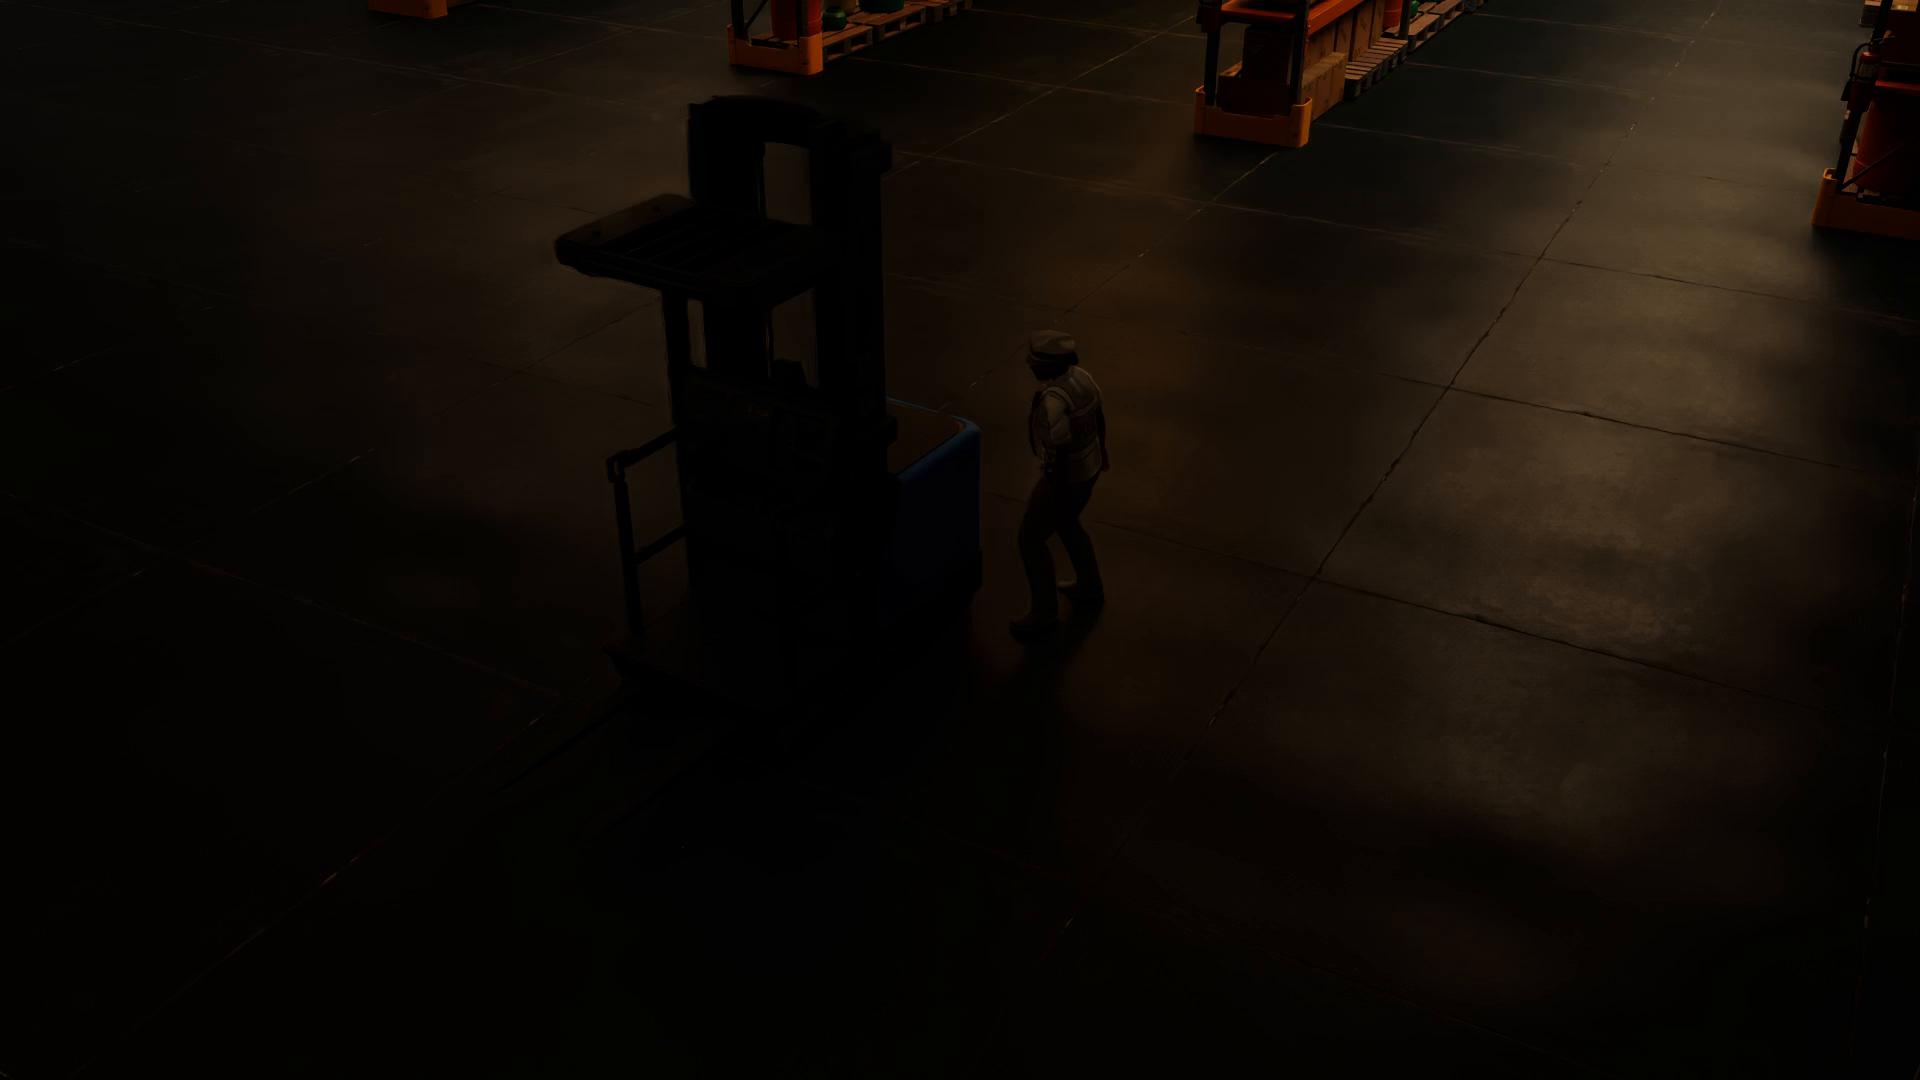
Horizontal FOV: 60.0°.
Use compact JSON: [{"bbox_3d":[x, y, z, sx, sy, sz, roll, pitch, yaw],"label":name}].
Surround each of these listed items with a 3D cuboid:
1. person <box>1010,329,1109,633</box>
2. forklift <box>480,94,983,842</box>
[{"bbox_3d":[0.560,-0.341,8.995,0.423,1.632,0.804,14,33,22],"label":"person"},{"bbox_3d":[-1.094,-0.483,7.907,1.130,2.935,3.031,18,34,28],"label":"forklift"}]
